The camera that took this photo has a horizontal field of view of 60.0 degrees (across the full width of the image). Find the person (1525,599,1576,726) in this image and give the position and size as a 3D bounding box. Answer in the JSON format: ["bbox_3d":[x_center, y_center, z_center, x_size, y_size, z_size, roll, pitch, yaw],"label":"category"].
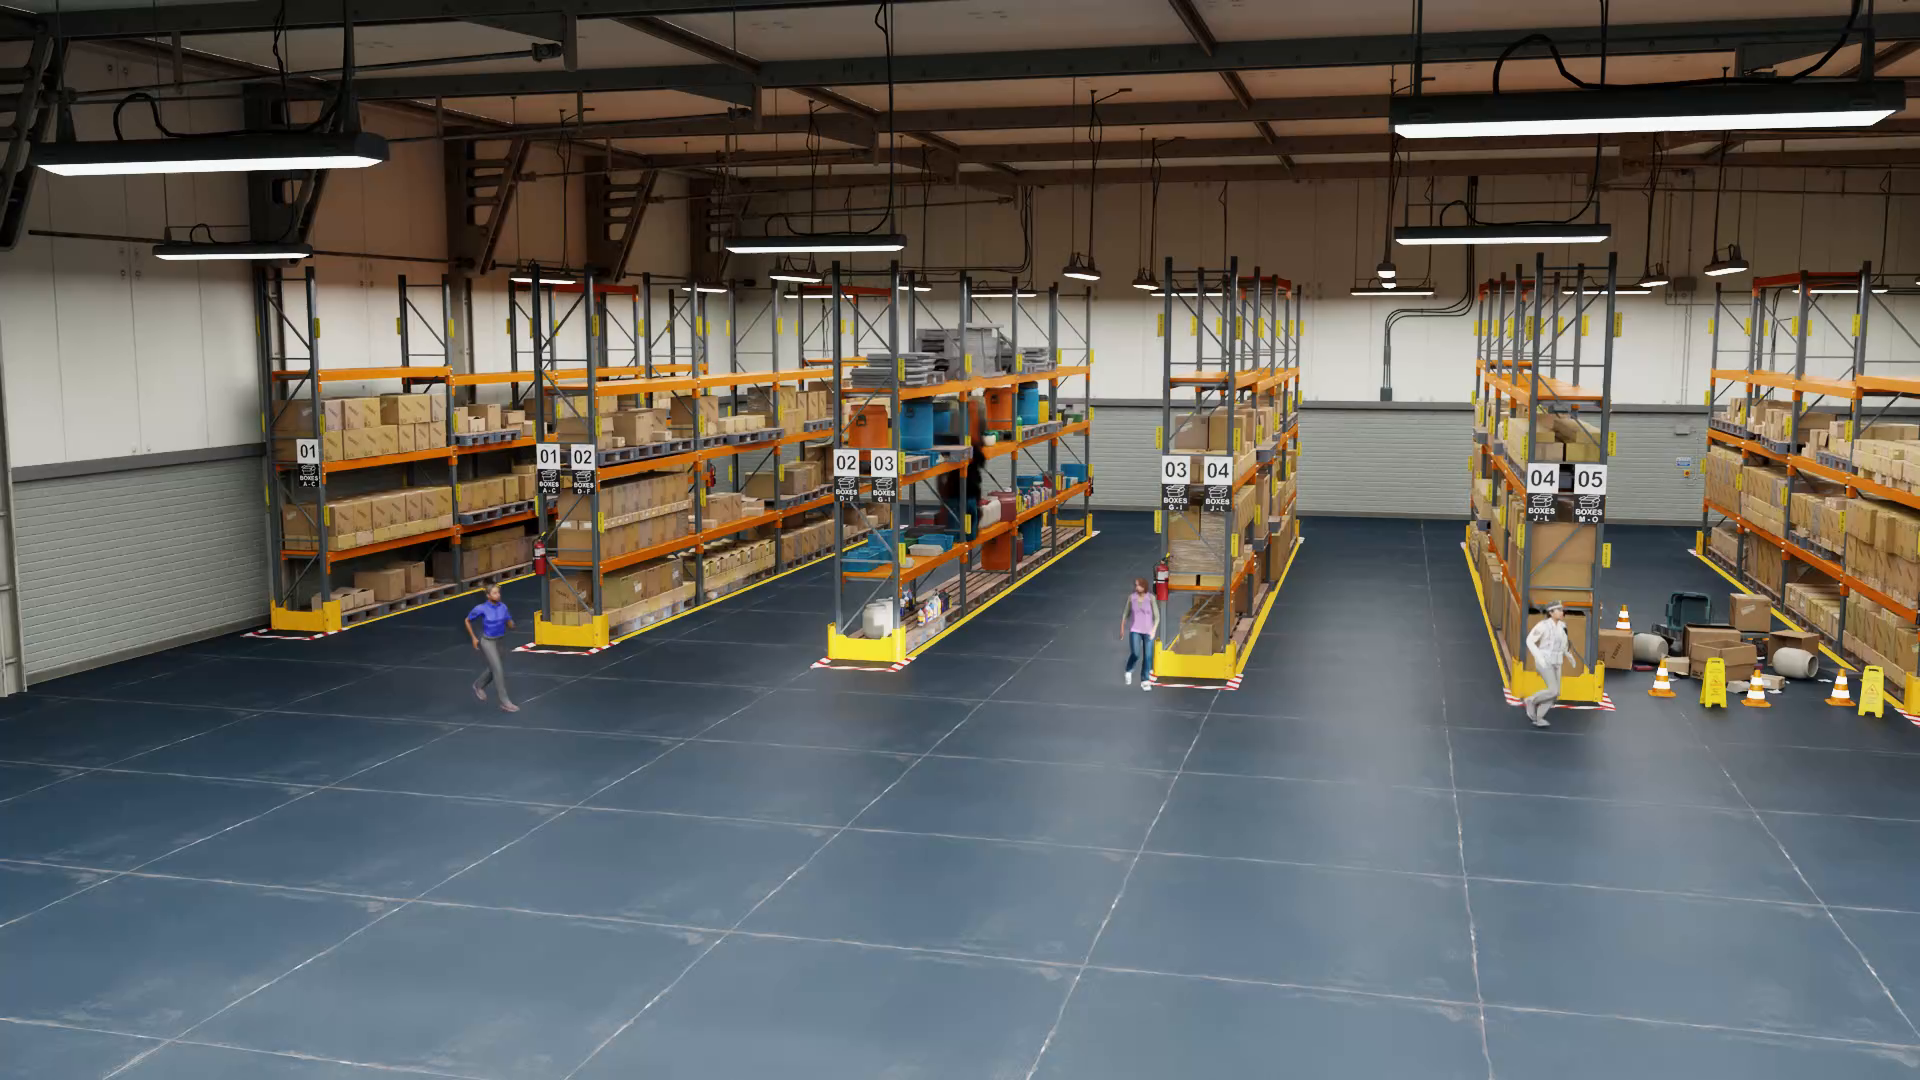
[{"bbox_3d":[7.453,1.545,20.972,0.618,1.630,0.518,-4,8,-28],"label":"person"}]

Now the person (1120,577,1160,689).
[{"bbox_3d":[2.511,1.300,23.148,0.521,1.569,0.459,0,7,0],"label":"person"}]

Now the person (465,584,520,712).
[{"bbox_3d":[-6.156,1.391,21.872,0.939,1.646,0.574,5,9,34],"label":"person"}]
